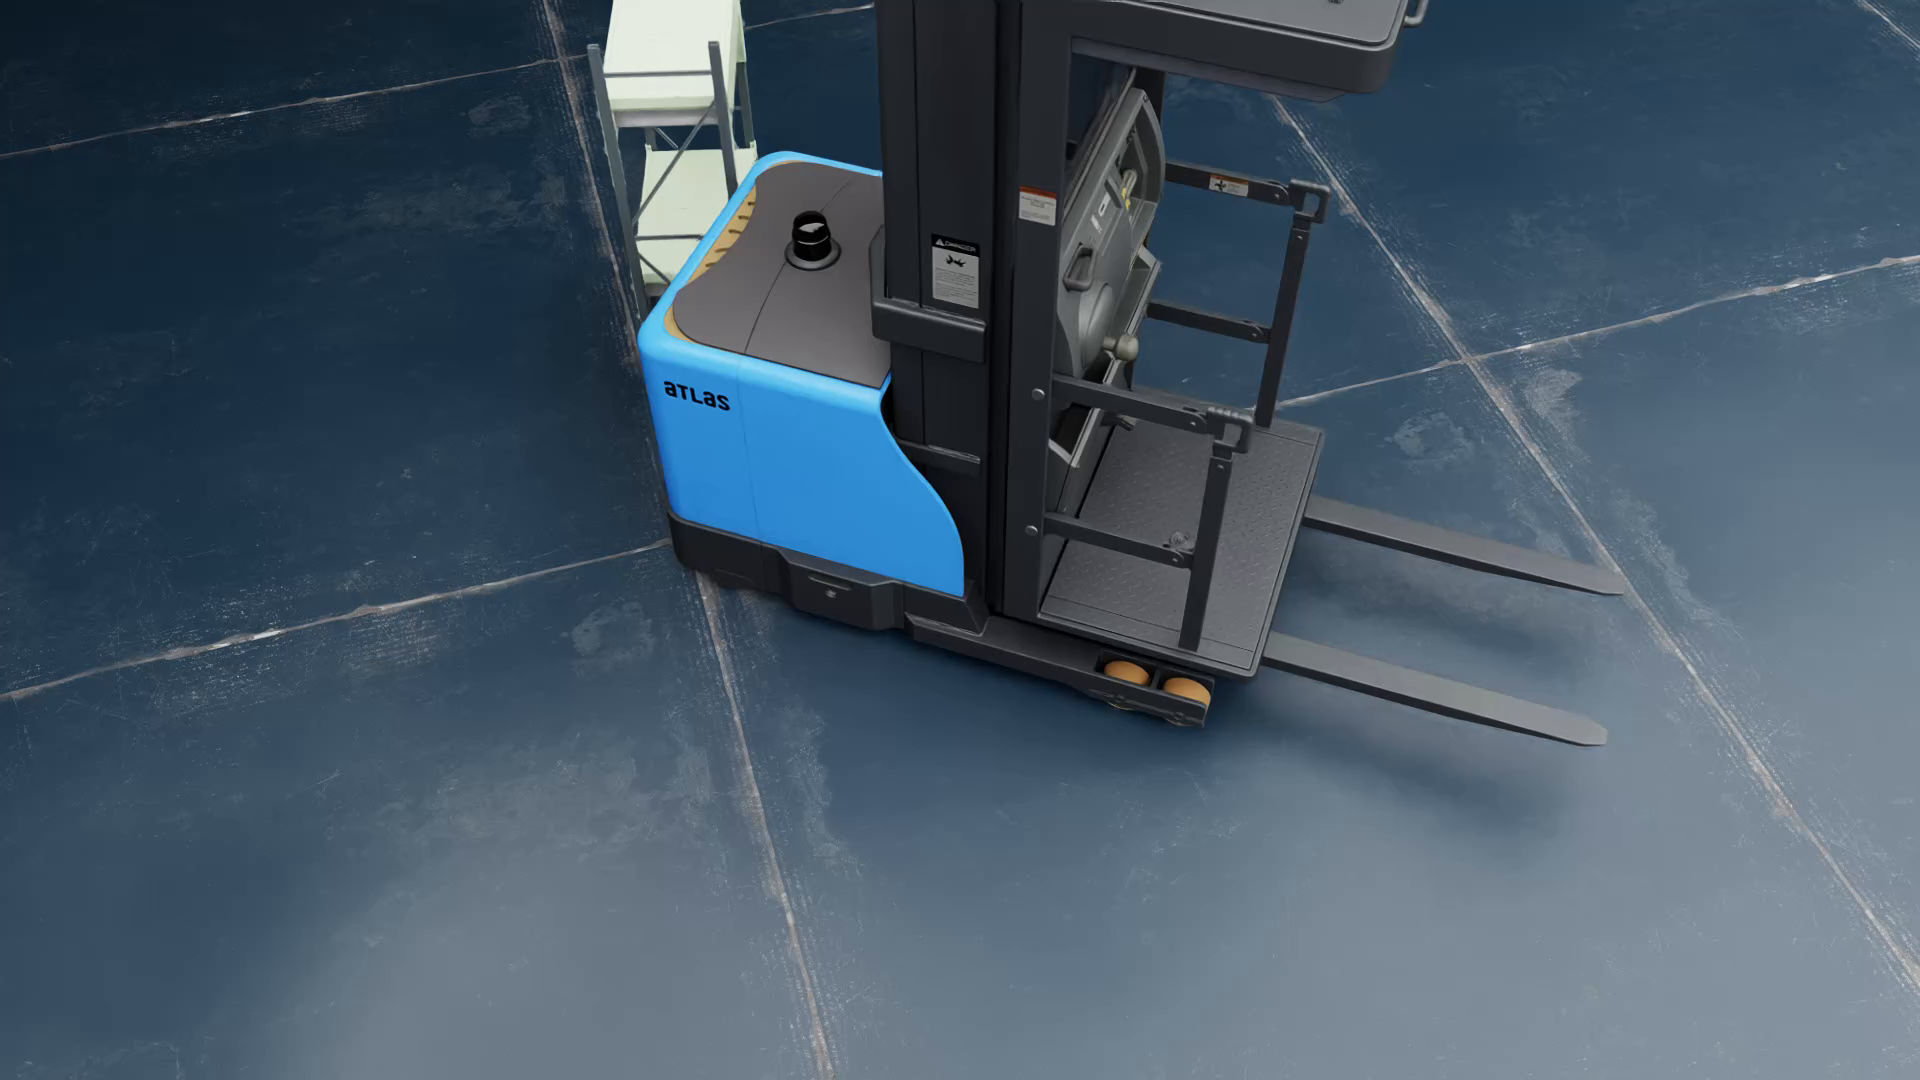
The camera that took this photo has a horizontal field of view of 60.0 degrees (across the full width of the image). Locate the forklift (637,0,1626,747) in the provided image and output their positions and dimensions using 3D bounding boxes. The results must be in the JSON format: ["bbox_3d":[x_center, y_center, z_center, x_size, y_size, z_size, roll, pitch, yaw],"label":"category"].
[{"bbox_3d":[0.605,-0.817,4.522,3.031,2.935,1.130,15,52,12],"label":"forklift"}]

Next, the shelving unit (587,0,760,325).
[{"bbox_3d":[-0.951,-1.303,5.868,0.431,1.500,0.755,-2,50,-2],"label":"shelving unit"}]

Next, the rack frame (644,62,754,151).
[{"bbox_3d":[-0.969,-1.583,6.103,0.400,1.500,0.023,-2,50,-2],"label":"rack frame"}]

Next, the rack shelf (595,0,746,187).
[{"bbox_3d":[-0.951,-1.555,5.569,0.431,0.370,0.720,-2,50,-2],"label":"rack shelf"}]

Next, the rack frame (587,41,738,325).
[{"bbox_3d":[-0.933,-1.024,5.632,0.400,1.500,0.023,-2,50,-2],"label":"rack frame"}]

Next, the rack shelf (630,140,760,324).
[{"bbox_3d":[-0.951,-1.093,6.117,0.431,0.370,0.720,-2,50,-2],"label":"rack shelf"}]
